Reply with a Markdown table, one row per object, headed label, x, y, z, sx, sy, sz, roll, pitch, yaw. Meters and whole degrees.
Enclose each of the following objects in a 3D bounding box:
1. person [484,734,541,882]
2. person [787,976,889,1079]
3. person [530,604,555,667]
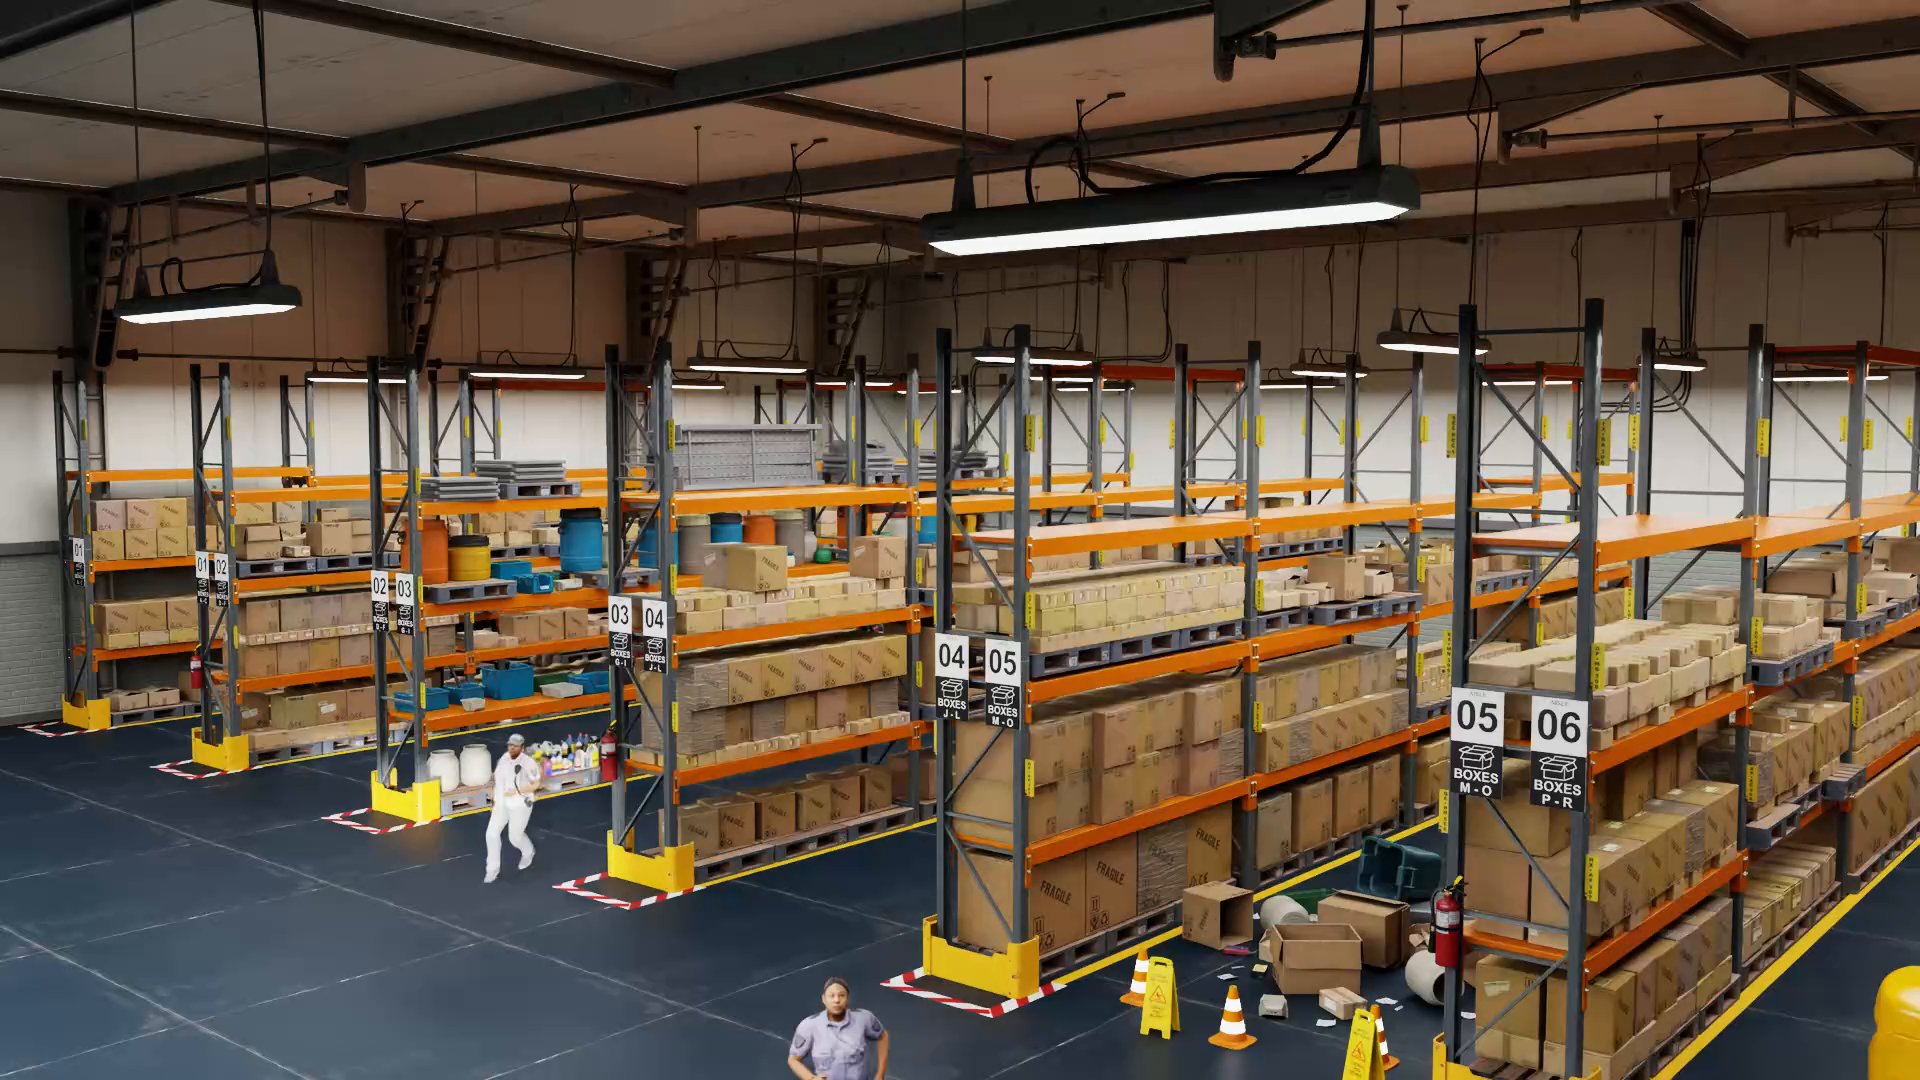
| label | x | y | z | sx | sy | sz | roll | pitch | yaw |
| --- | --- | --- | --- | --- | --- | --- | --- | --- | --- |
| person | -4.999 | 3.024 | 18.815 | 0.649 | 1.720 | 0.758 | 1 | 4 | 19 |
| person | -0.763 | 3.585 | 10.575 | 0.661 | 1.617 | 0.570 | -1 | 4 | -7 |
| person | -7.991 | 2.010 | 32.027 | 0.710 | 1.689 | 0.563 | 3 | 5 | 36 |
